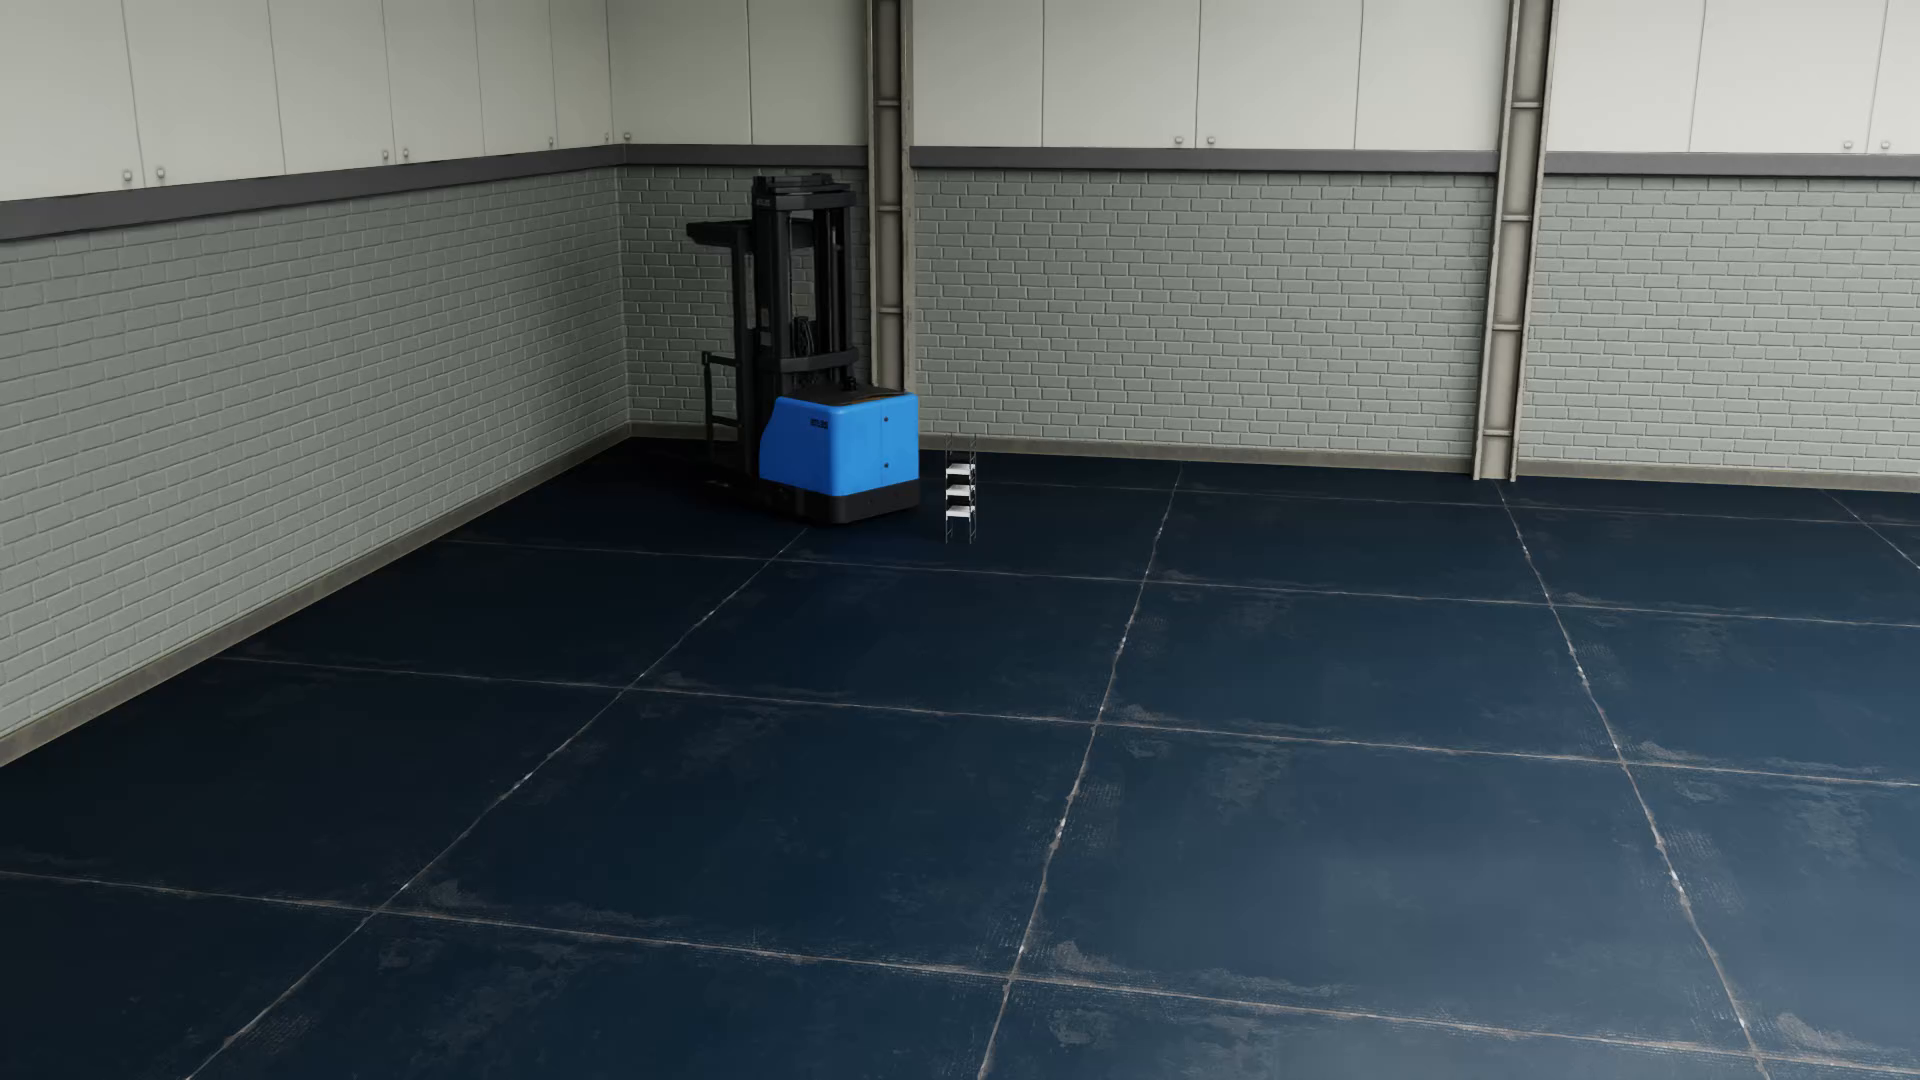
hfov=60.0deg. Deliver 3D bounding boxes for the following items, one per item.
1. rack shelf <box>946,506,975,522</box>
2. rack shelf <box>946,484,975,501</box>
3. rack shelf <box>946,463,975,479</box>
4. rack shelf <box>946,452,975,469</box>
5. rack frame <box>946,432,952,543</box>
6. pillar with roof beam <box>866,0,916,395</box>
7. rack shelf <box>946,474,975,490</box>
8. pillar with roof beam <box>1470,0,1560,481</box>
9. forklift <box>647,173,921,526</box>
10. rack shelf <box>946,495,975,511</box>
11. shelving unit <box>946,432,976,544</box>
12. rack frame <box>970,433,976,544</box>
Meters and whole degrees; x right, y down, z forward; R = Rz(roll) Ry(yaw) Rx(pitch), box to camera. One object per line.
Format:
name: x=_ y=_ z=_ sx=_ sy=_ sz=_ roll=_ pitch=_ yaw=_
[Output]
rack shelf: x=0.008 y=-0.228 z=13.927 sx=0.200 sy=0.077 sz=0.258 roll=3 pitch=16 yaw=11
rack shelf: x=0.008 y=-0.401 z=13.879 sx=0.200 sy=0.077 sz=0.258 roll=3 pitch=16 yaw=11
rack shelf: x=0.008 y=-0.575 z=13.831 sx=0.200 sy=0.077 sz=0.258 roll=3 pitch=16 yaw=11
rack shelf: x=0.008 y=-0.661 z=13.807 sx=0.200 sy=0.077 sz=0.258 roll=3 pitch=16 yaw=11
rack frame: x=-0.092 y=-0.439 z=13.890 sx=0.006 sy=0.900 sz=0.240 roll=3 pitch=16 yaw=11
pillar with roof beam: x=-1.544 y=-4.145 z=12.098 sx=0.400 sy=9.000 sz=9.100 roll=3 pitch=16 yaw=11
rack shelf: x=0.008 y=-0.488 z=13.855 sx=0.200 sy=0.077 sz=0.258 roll=3 pitch=16 yaw=11
pillar with roof beam: x=4.336 y=-3.826 z=10.946 sx=0.400 sy=9.000 sz=9.100 roll=3 pitch=16 yaw=11
forklift: x=-1.757 y=-1.851 z=15.184 sx=3.031 sy=2.935 sz=1.130 roll=15 pitch=21 yaw=42
rack shelf: x=0.008 y=-0.314 z=13.903 sx=0.200 sy=0.077 sz=0.258 roll=3 pitch=16 yaw=11
shelving unit: x=0.008 y=-0.433 z=13.870 sx=0.210 sy=0.900 sz=0.258 roll=3 pitch=16 yaw=11
rack frame: x=0.108 y=-0.428 z=13.851 sx=0.006 sy=0.900 sz=0.240 roll=3 pitch=16 yaw=11
